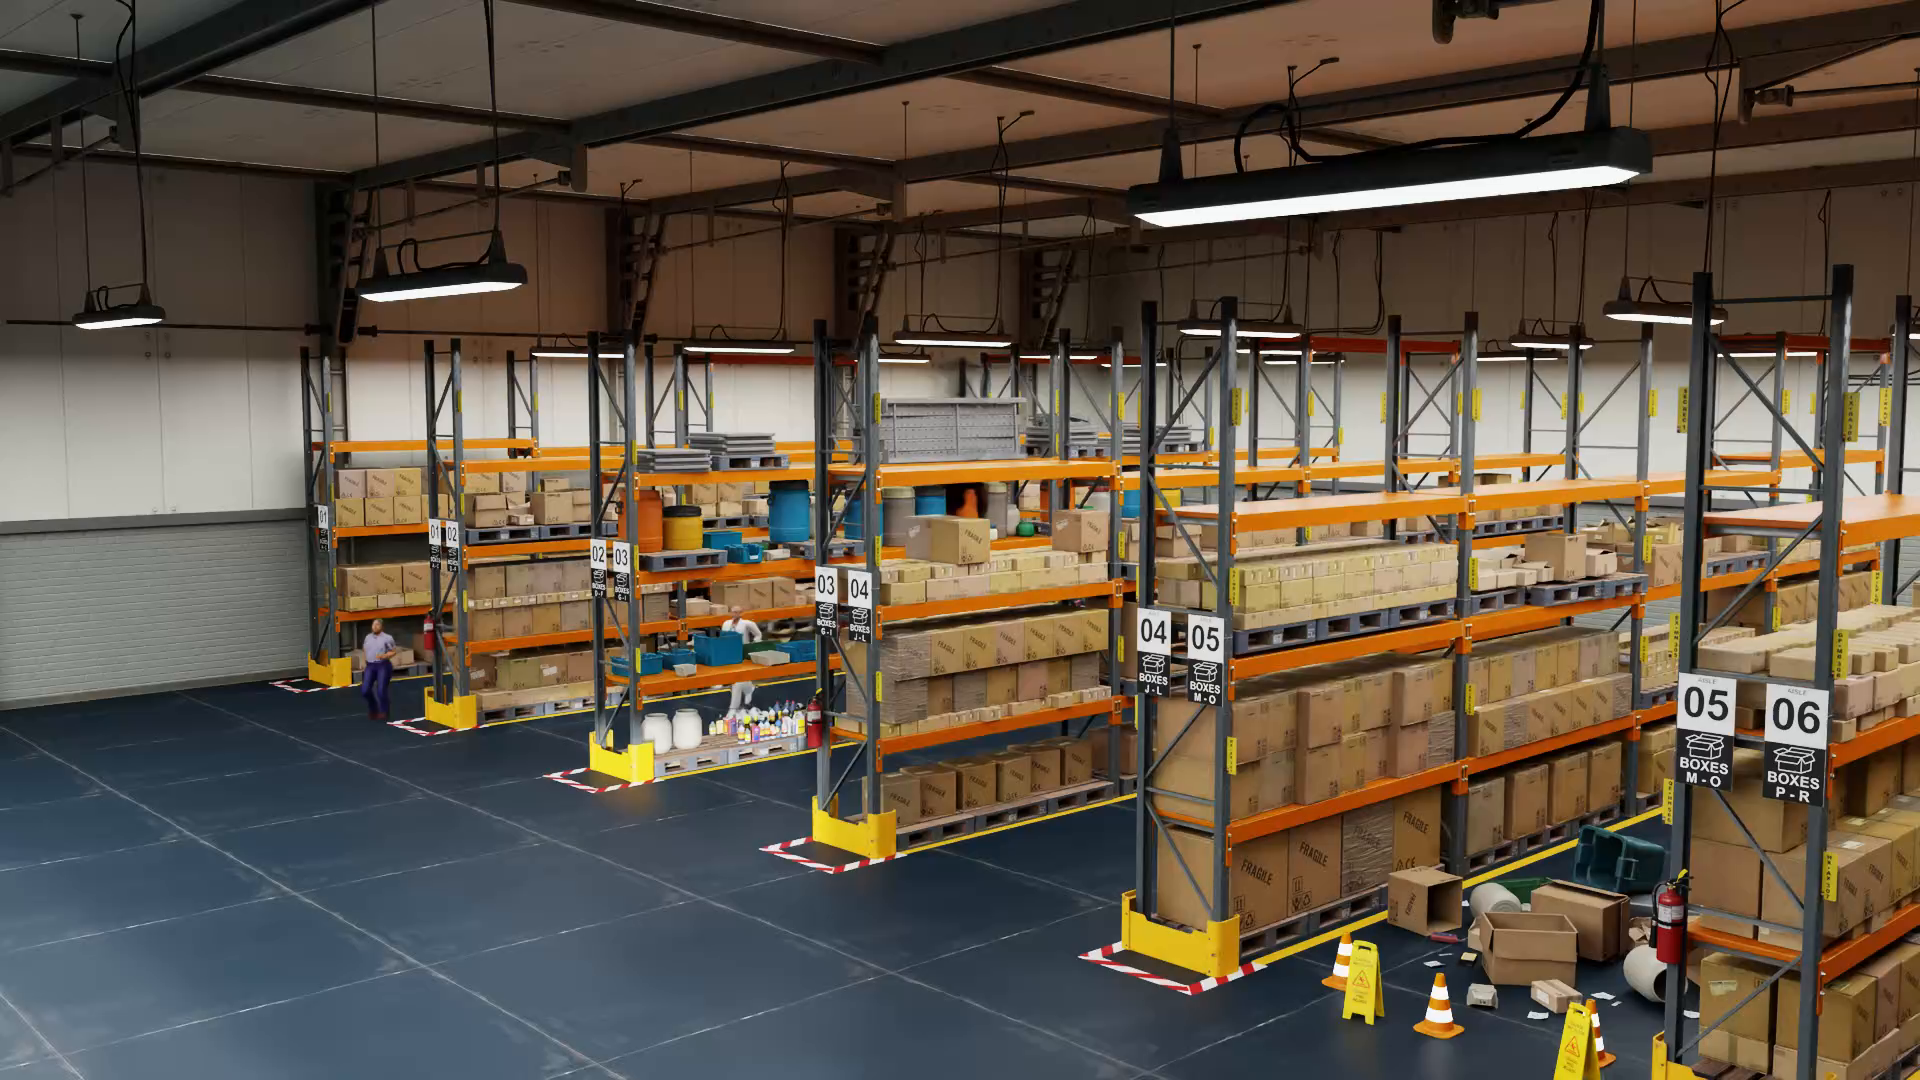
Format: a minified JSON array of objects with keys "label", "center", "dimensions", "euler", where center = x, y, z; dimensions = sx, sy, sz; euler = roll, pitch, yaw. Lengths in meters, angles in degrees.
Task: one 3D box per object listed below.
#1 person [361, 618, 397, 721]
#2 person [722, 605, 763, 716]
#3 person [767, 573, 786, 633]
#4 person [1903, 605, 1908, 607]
[{"label":"person","center":[-9.207,2.043,26.240],"dimensions":[0.599,1.603,0.552],"euler":[0,5,5]},{"label":"person","center":[-3.547,1.923,26.918],"dimensions":[0.696,1.772,0.977],"euler":[2,6,25]},{"label":"person","center":[-3.641,1.471,32.502],"dimensions":[0.583,1.649,0.682],"euler":[4,7,41]},{"label":"person","center":[15.086,1.959,26.443],"dimensions":[0.604,1.821,1.109],"euler":[-4,6,-38]}]
